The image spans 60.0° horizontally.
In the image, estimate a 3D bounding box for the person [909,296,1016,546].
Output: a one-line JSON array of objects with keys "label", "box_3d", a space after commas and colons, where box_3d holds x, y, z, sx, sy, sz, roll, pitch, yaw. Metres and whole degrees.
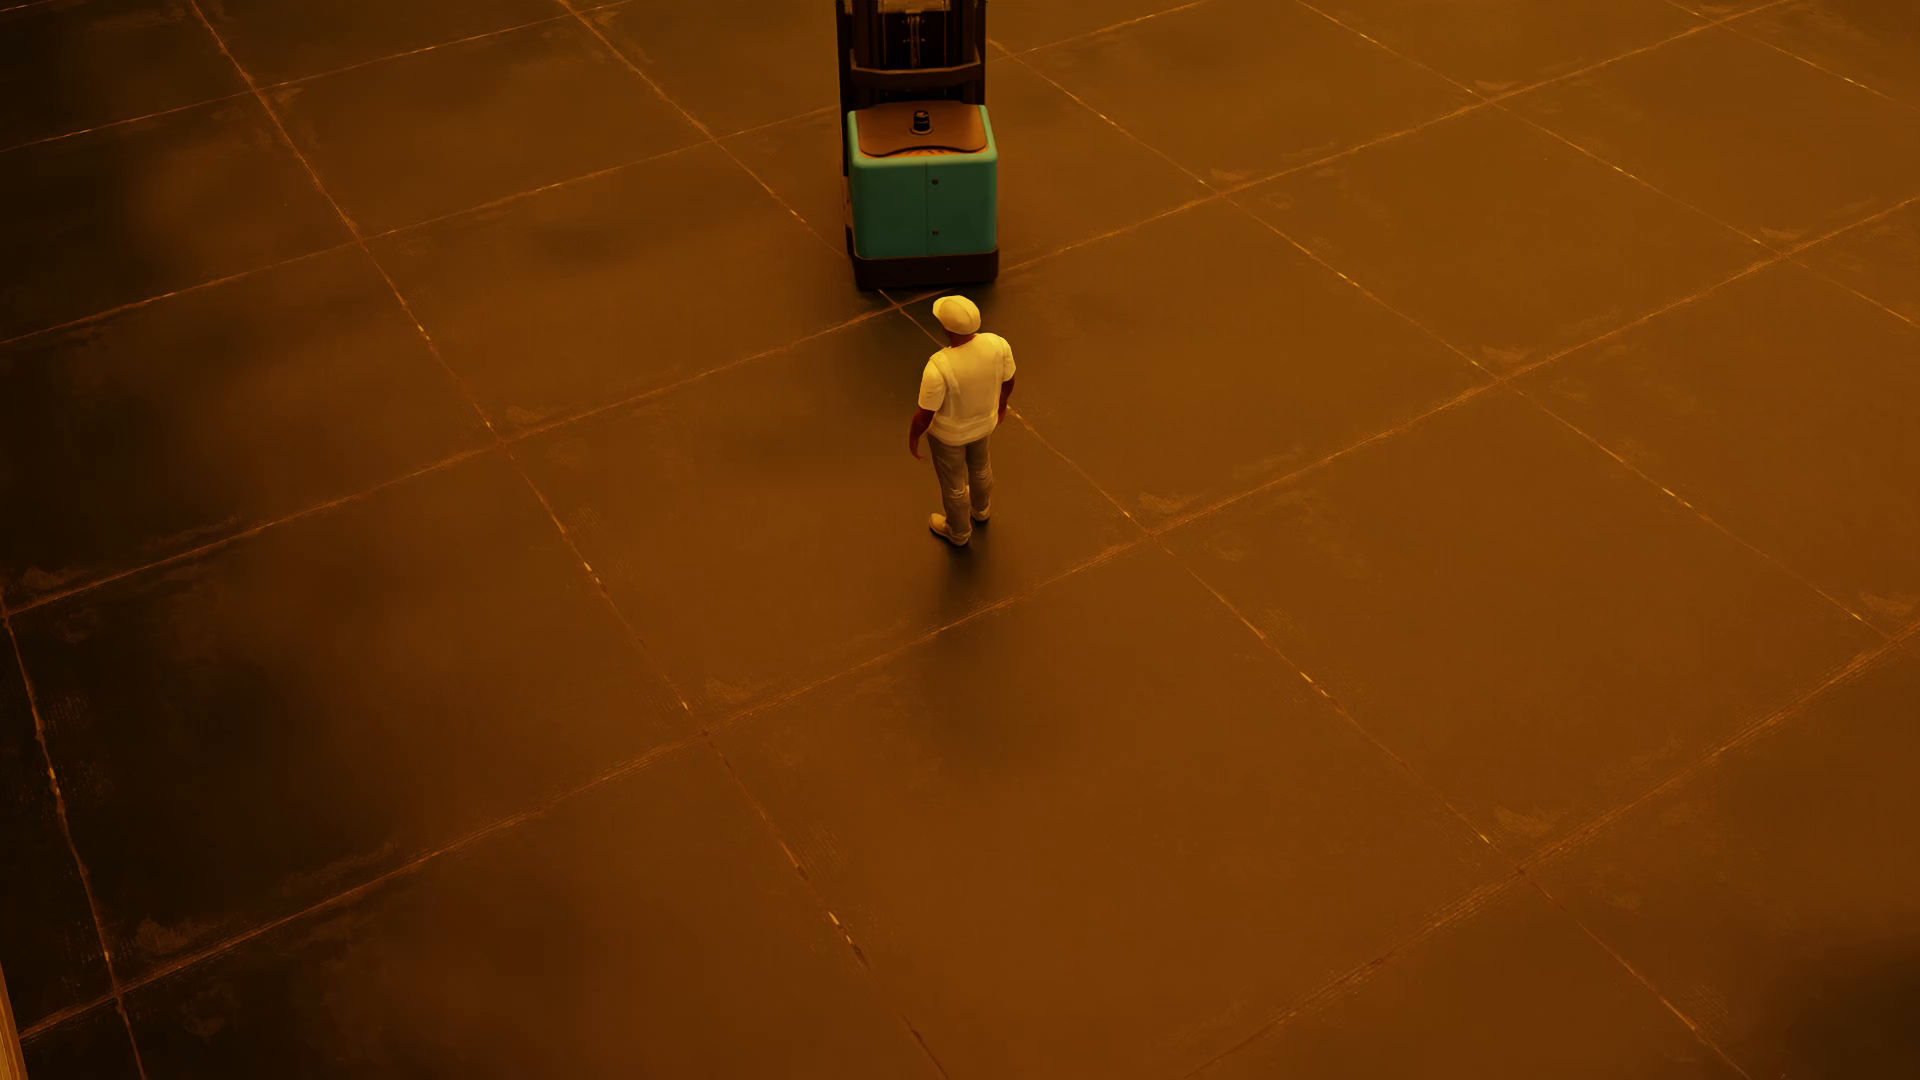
[{"label": "person", "box_3d": [-0.033, -0.711, 9.559, 0.665, 1.768, 0.575, -23, 46, -24]}]

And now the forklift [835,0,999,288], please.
[{"label": "forklift", "box_3d": [-0.382, -3.900, 12.334, 1.130, 2.935, 3.031, -4, 41, -4]}]
